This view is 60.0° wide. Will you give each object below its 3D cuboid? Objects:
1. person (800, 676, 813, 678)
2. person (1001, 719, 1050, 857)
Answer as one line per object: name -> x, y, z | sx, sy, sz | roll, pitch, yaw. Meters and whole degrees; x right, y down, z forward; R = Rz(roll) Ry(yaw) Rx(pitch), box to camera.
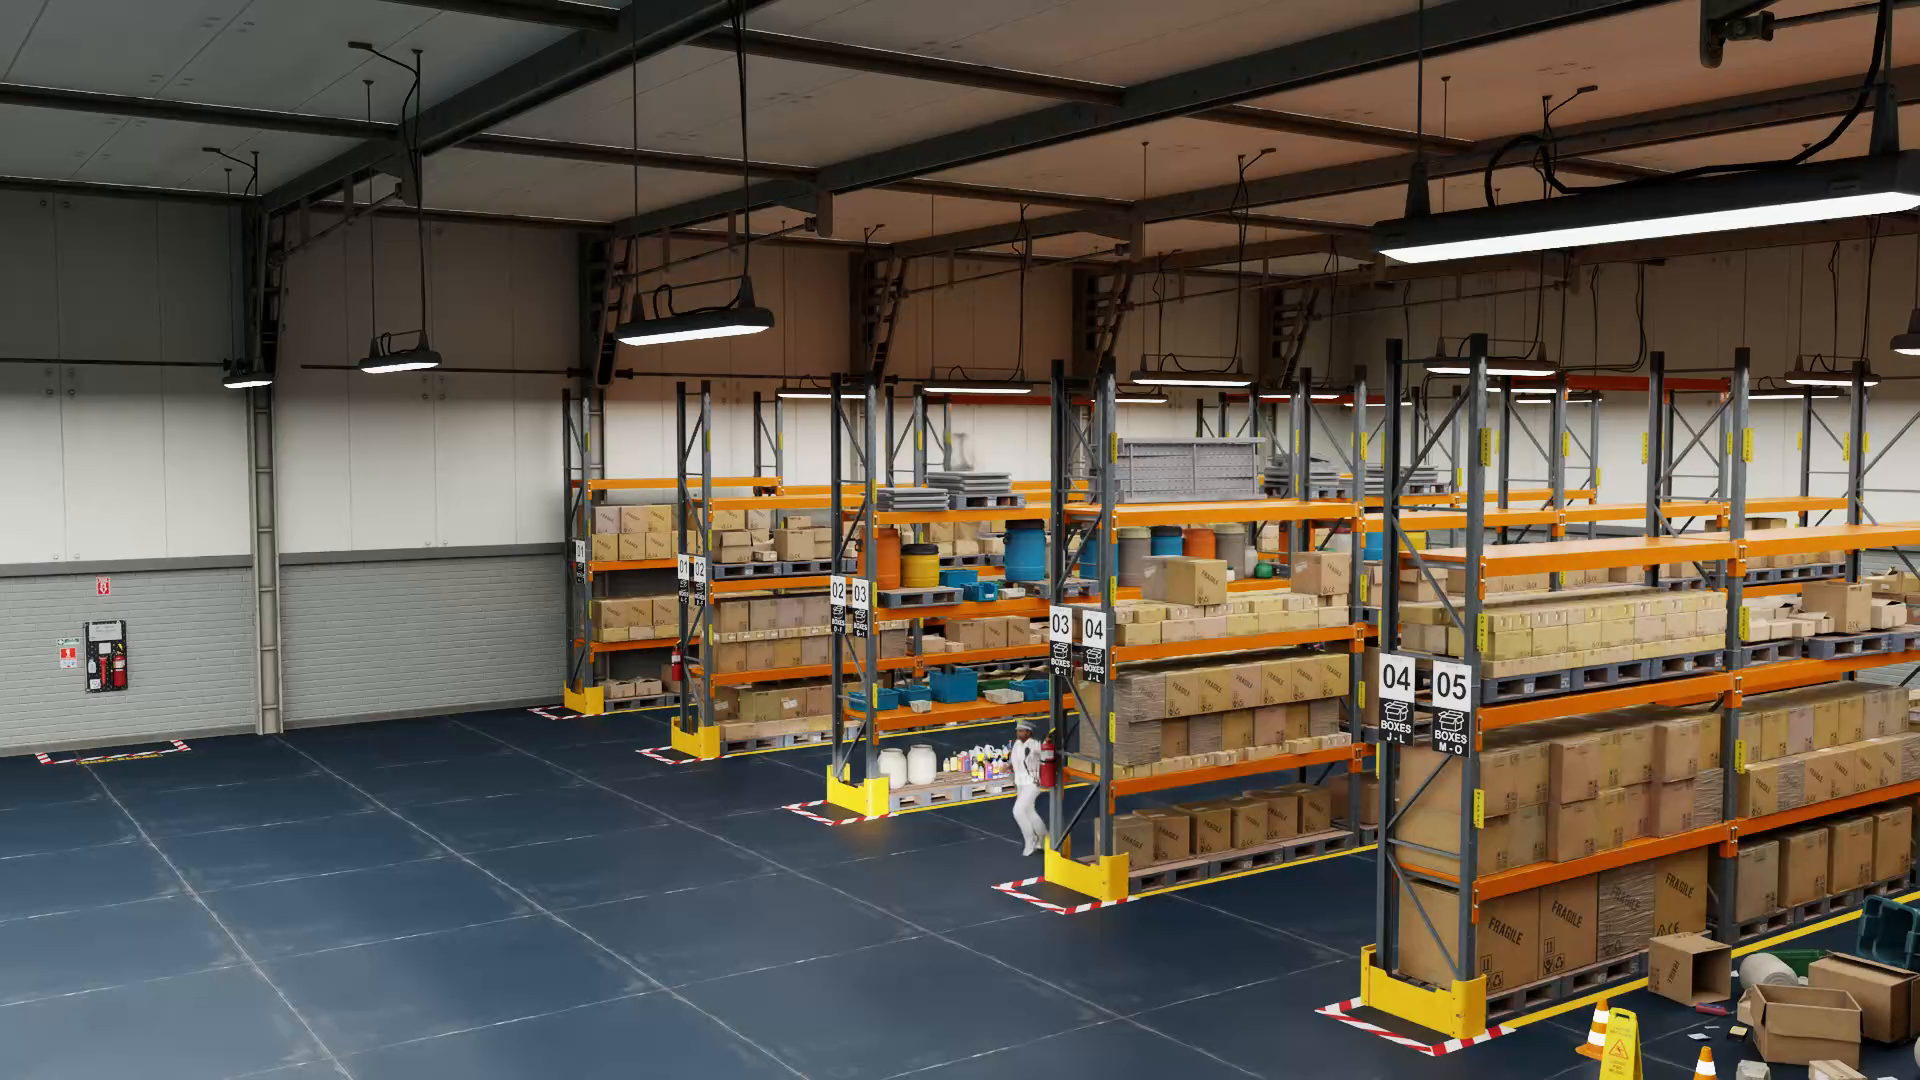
person -> -2.778, 2.321, 30.525 | 0.908, 1.764, 0.669 | -4, 5, -44
person -> 0.840, 3.021, 20.446 | 0.740, 1.682, 0.588 | -3, 5, -36
